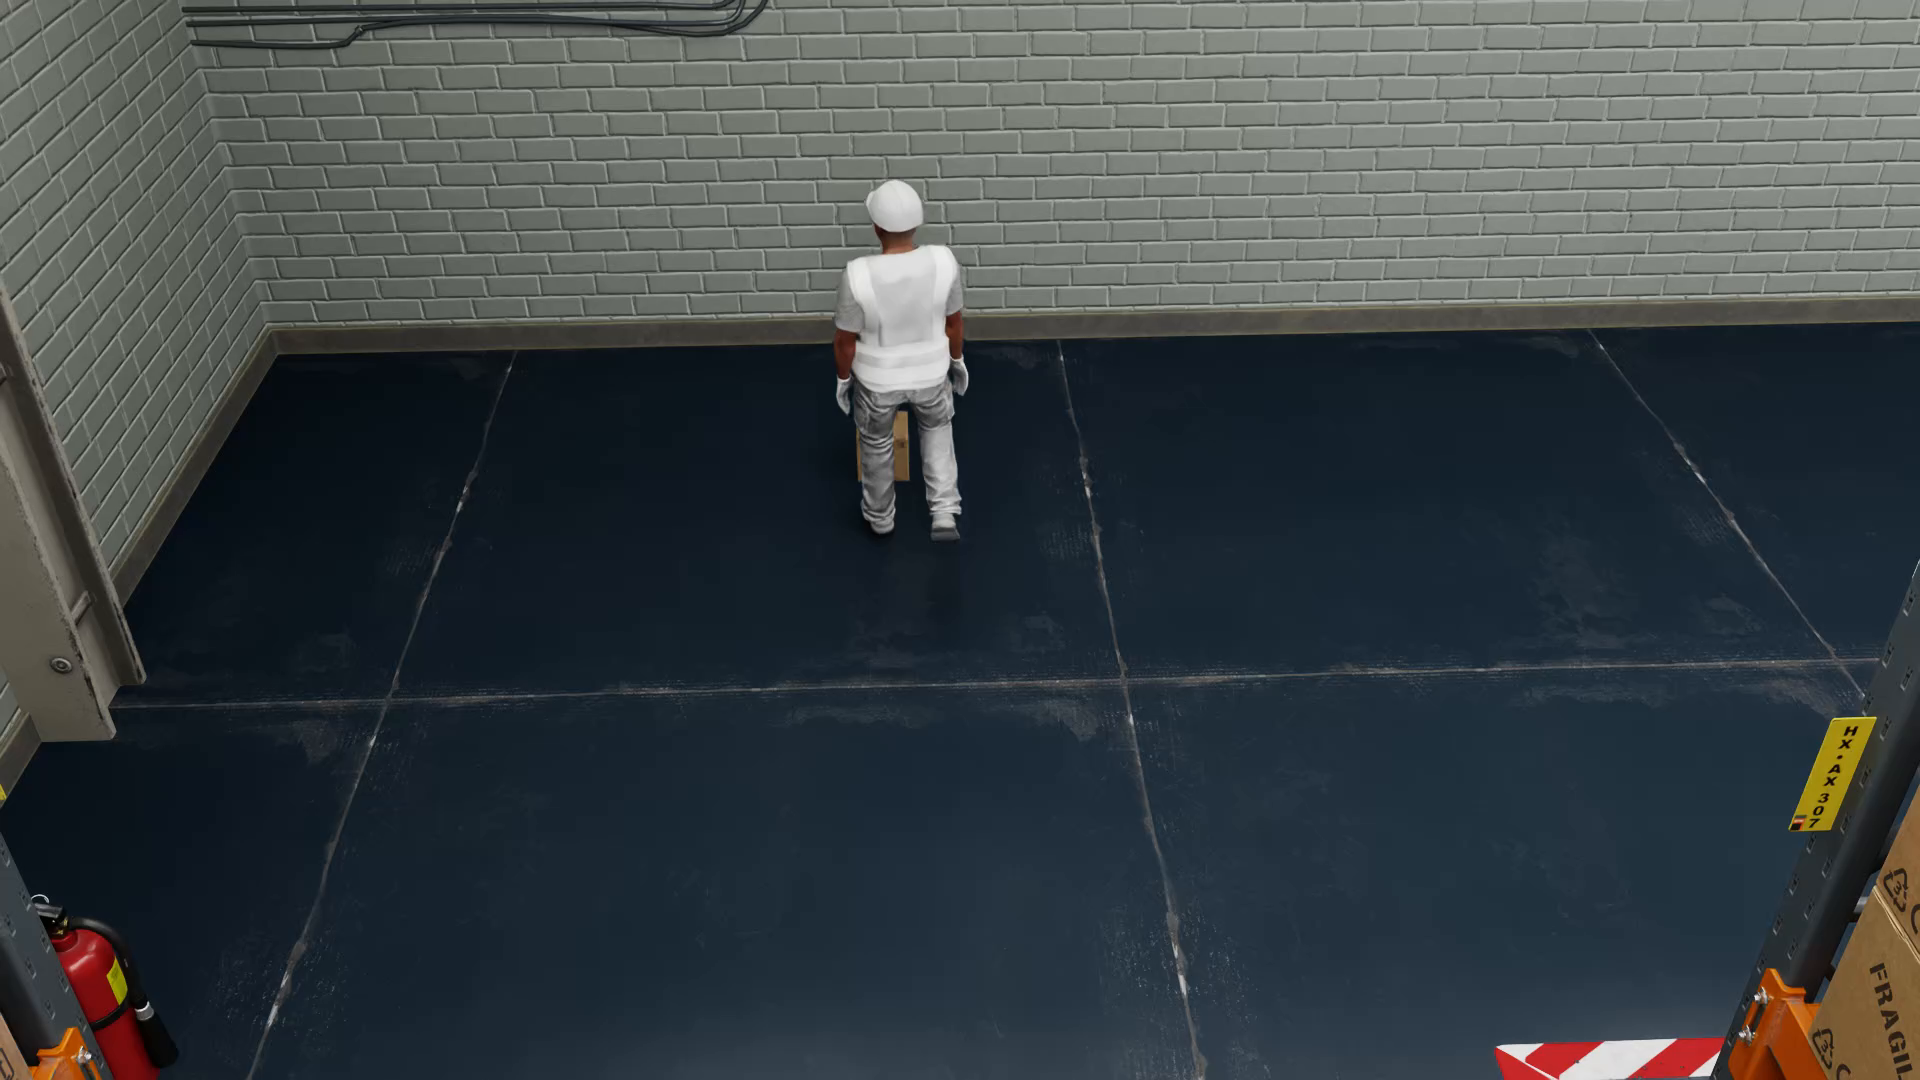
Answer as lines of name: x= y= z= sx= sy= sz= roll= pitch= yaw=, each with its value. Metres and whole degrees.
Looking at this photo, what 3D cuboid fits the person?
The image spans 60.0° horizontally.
person: x=-0.256 y=-0.741 z=7.148 sx=0.592 sy=1.774 sz=0.697 roll=-8 pitch=36 yaw=-11
